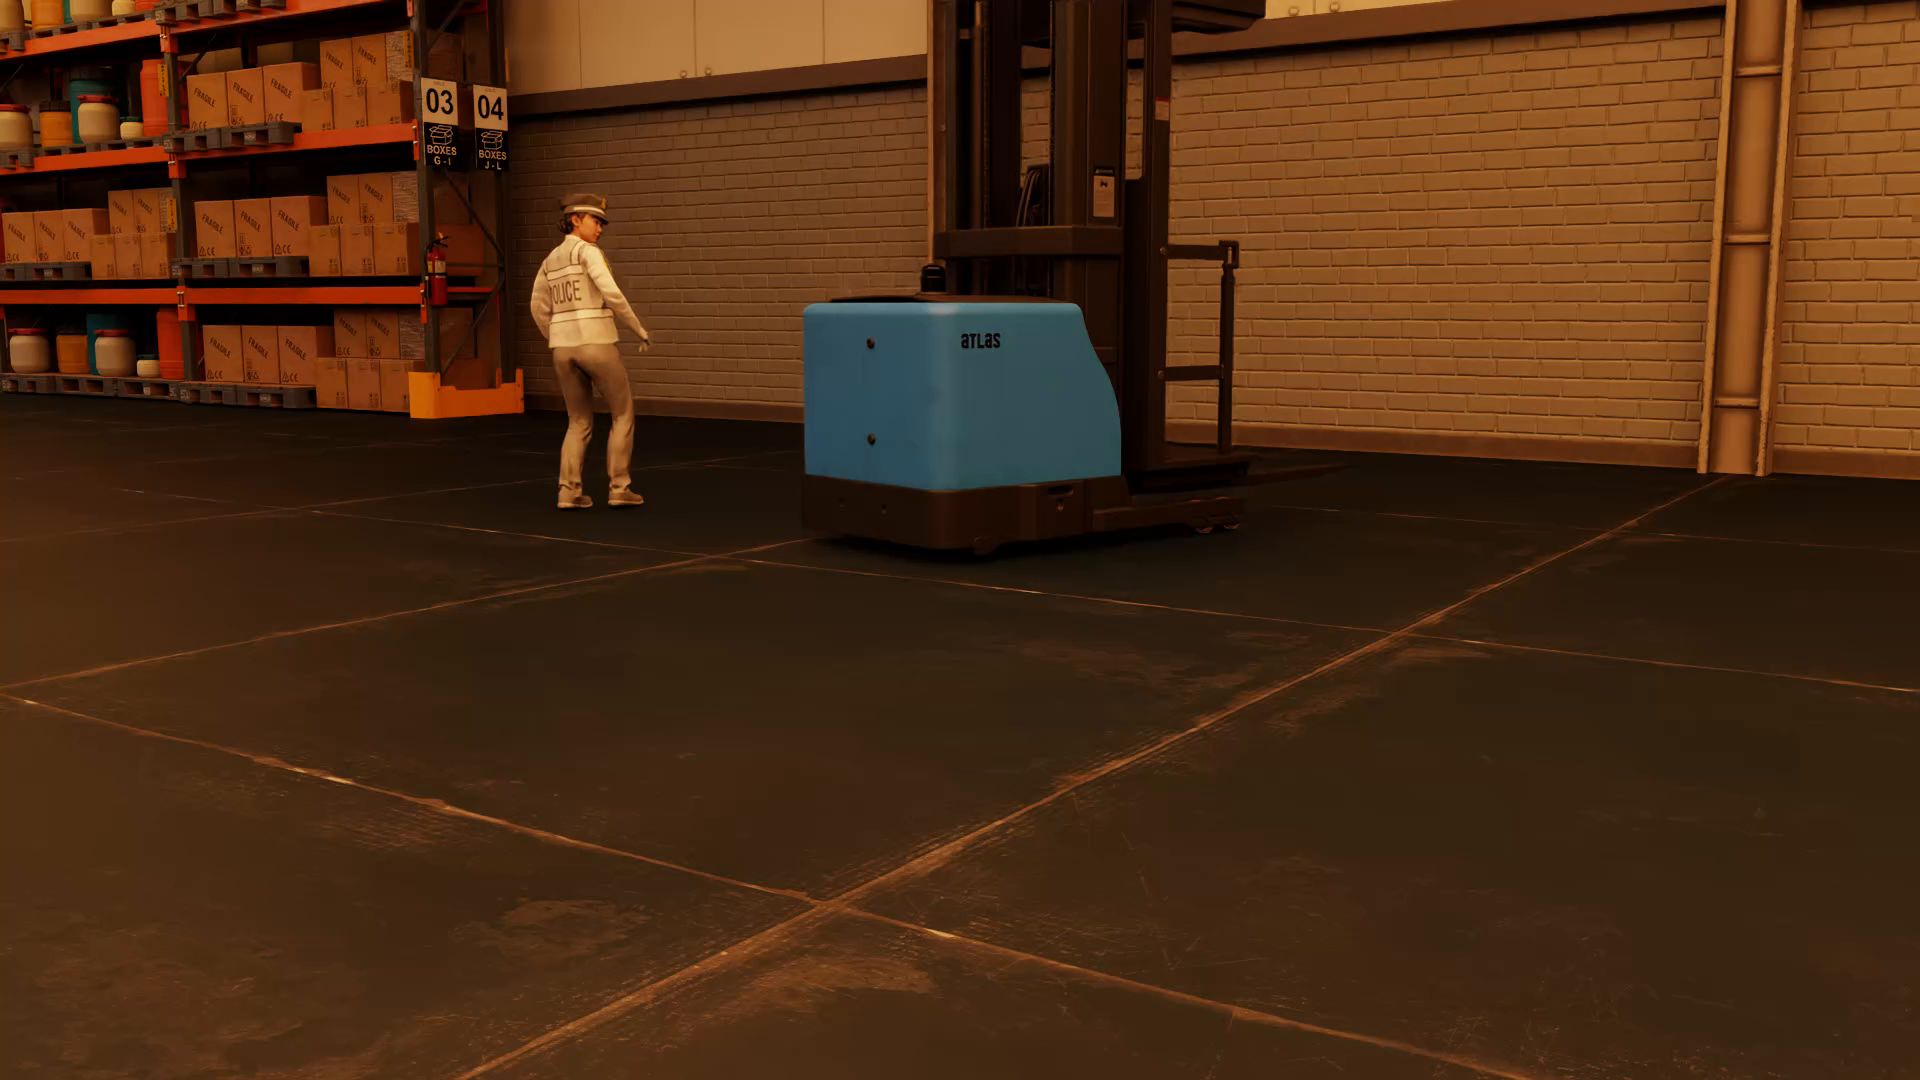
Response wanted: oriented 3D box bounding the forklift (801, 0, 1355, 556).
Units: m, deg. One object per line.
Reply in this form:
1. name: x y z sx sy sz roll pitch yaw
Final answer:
1. forklift: 0.733 -1.529 7.943 3.031 2.935 1.130 -7 11 -40

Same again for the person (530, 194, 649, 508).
1. person: -1.951 -0.979 8.733 0.697 1.639 0.476 4 9 29
